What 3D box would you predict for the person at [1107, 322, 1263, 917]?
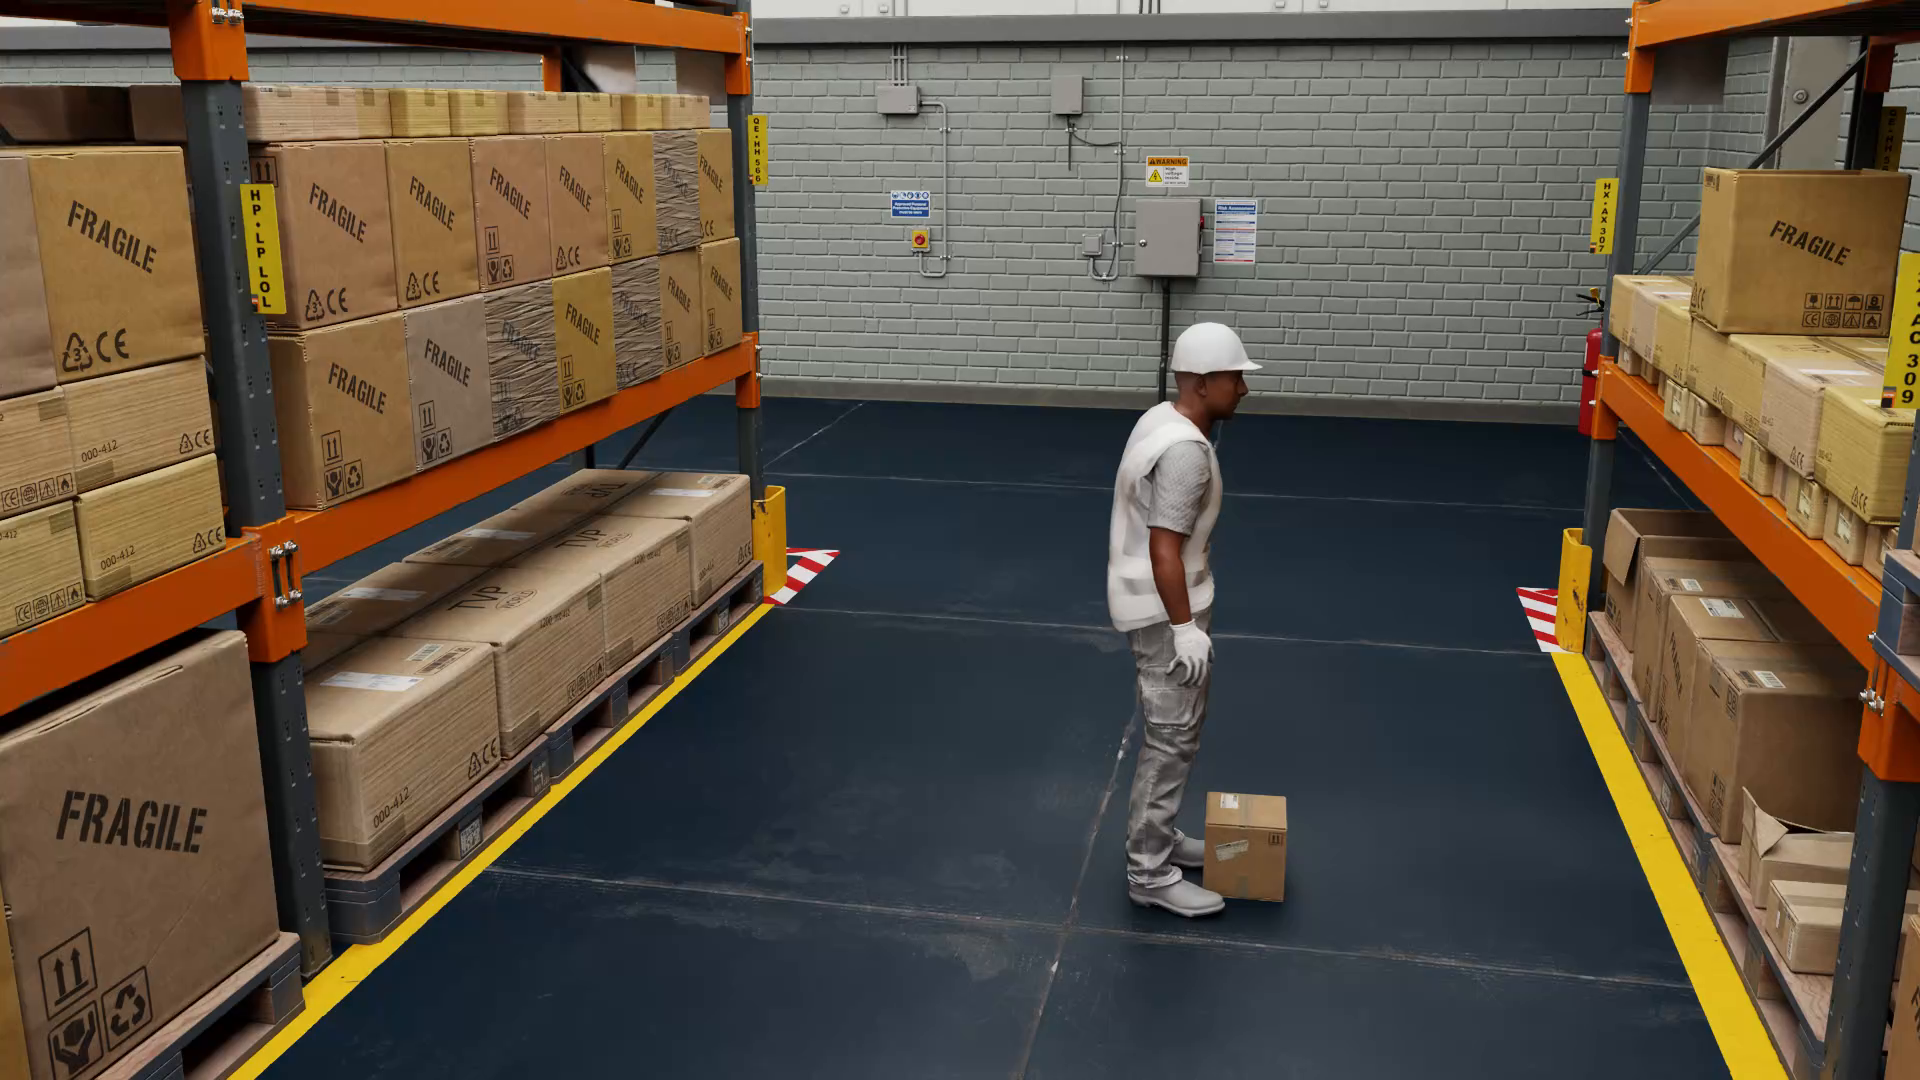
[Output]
[{"bbox_3d":[0.677,0.221,5.129,0.443,1.776,0.630,2,15,8],"label":"person"}]
